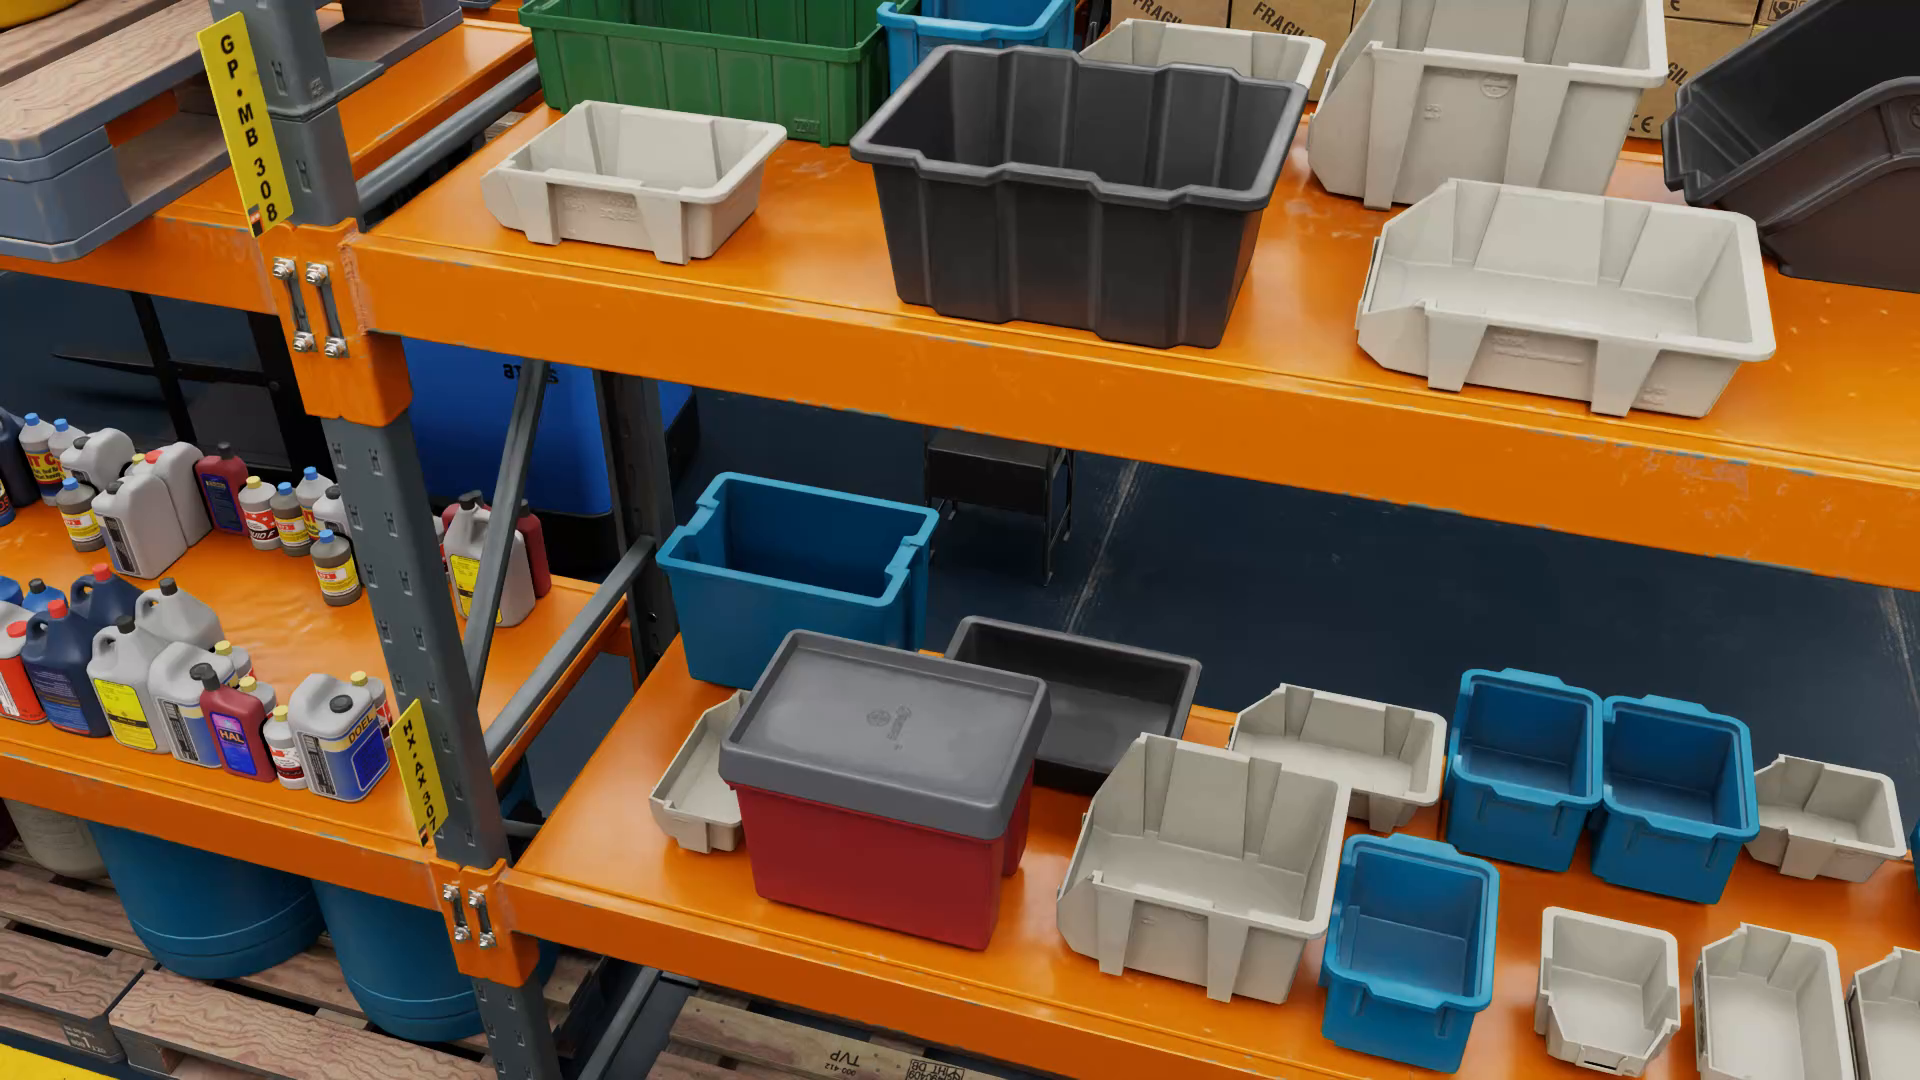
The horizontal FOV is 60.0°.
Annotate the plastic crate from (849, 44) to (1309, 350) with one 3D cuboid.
[{"bbox_3d":[0.183,-0.509,2.490,0.590,0.269,0.497,10,38,14],"label":"plastic crate"}]

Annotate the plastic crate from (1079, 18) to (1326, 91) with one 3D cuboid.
[{"bbox_3d":[0.407,-0.820,3.026,0.466,0.136,0.293,10,38,14],"label":"plastic crate"}]

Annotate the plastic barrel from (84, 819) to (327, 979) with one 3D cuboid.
[{"bbox_3d":[-2.111,0.717,4.661,0.708,0.901,0.600,10,38,14],"label":"plastic barrel"}]

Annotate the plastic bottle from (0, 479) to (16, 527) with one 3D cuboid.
[{"bbox_3d":[-2.685,-0.167,4.555,0.097,0.271,0.097,0,36,0],"label":"plastic bottle"}]

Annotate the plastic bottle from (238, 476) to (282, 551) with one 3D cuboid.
[{"bbox_3d":[-1.886,-0.080,4.496,0.097,0.201,0.097,0,36,0],"label":"plastic bottle"}]

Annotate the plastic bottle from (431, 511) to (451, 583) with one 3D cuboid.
[{"bbox_3d":[-1.386,0.012,4.371,0.097,0.201,0.097,0,36,0],"label":"plastic bottle"}]

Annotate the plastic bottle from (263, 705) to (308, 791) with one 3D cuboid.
[{"bbox_3d":[-1.512,0.460,3.762,0.097,0.201,0.097,0,36,0],"label":"plastic bottle"}]

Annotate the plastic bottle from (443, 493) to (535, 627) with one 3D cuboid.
[{"bbox_3d":[-1.199,0.039,4.208,0.185,0.351,0.144,10,38,14],"label":"plastic bottle"}]

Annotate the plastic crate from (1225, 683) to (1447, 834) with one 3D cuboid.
[{"bbox_3d":[0.831,0.492,3.723,0.466,0.136,0.293,10,38,14],"label":"plastic crate"}]

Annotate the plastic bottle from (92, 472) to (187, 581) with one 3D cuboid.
[{"bbox_3d":[-2.178,-0.053,4.396,0.135,0.276,0.152,10,38,14],"label":"plastic bottle"}]

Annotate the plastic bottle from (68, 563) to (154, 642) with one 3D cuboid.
[{"bbox_3d":[-2.029,0.200,3.989,0.185,0.351,0.144,10,38,14],"label":"plastic bottle"}]

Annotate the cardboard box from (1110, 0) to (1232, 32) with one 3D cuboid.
[{"bbox_3d":[0.965,-2.326,7.295,0.500,0.500,0.500,11,38,15],"label":"cardboard box"}]

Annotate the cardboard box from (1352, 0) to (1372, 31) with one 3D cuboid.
[{"bbox_3d":[1.932,-2.148,7.053,0.500,0.500,0.500,10,38,14],"label":"cardboard box"}]

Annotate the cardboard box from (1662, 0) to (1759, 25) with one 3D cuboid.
[{"bbox_3d":[2.892,-2.367,6.507,0.500,0.500,0.500,11,38,15],"label":"cardboard box"}]

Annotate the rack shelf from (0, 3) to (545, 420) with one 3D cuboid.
[{"bbox_3d":[-2.830,-1.000,3.654,4.000,0.370,1.077,10,38,14],"label":"rack shelf"}]

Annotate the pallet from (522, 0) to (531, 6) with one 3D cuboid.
[{"bbox_3d":[-1.400,-2.819,8.211,1.213,0.211,1.003,10,38,14],"label":"pallet"}]

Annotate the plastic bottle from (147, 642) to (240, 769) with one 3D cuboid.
[{"bbox_3d":[-1.742,0.371,3.821,0.135,0.276,0.152,10,38,14],"label":"plastic bottle"}]

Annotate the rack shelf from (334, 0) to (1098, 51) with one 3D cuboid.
[{"bbox_3d":[-1.349,-2.594,8.350,4.000,0.370,1.077,10,38,14],"label":"rack shelf"}]

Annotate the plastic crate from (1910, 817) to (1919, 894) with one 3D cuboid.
[{"bbox_3d":[2.132,0.676,3.392,0.300,0.233,0.416,10,38,14],"label":"plastic crate"}]

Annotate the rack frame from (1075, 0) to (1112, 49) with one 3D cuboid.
[{"bbox_3d":[0.560,-2.530,7.657,0.127,3.000,1.000,10,38,14],"label":"rack frame"}]

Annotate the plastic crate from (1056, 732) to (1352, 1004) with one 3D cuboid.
[{"bbox_3d":[0.482,0.670,3.359,0.530,0.282,0.437,10,38,14],"label":"plastic crate"}]

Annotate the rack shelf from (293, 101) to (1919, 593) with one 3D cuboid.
[{"bbox_3d":[0.988,-0.293,2.694,4.000,0.370,1.077,10,38,14],"label":"rack shelf"}]

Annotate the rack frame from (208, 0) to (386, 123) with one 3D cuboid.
[{"bbox_3d":[-0.921,-2.144,2.072,0.127,3.000,1.000,10,38,14],"label":"rack frame"}]

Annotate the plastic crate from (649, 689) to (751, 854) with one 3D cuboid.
[{"bbox_3d":[-0.519,0.517,3.689,0.243,0.136,0.396,10,38,14],"label":"plastic crate"}]

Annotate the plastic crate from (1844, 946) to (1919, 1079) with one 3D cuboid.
[{"bbox_3d":[1.793,0.960,3.087,0.243,0.136,0.396,10,38,14],"label":"plastic crate"}]

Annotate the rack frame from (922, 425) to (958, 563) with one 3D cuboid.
[{"bbox_3d":[-0.075,-0.860,6.146,0.015,2.100,0.400,10,38,14],"label":"rack frame"}]

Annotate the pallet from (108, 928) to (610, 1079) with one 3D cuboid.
[{"bbox_3d":[-1.645,1.235,4.894,1.213,0.211,1.003,10,38,14],"label":"pallet"}]

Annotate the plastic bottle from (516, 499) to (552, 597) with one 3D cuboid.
[{"bbox_3d":[-1.143,0.013,4.301,0.133,0.283,0.061,10,38,14],"label":"plastic bottle"}]

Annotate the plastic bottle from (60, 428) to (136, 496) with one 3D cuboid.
[{"bbox_3d":[-2.354,-0.180,4.569,0.135,0.276,0.152,10,38,14],"label":"plastic bottle"}]

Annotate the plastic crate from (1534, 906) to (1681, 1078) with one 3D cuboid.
[{"bbox_3d":[1.231,0.883,3.192,0.250,0.136,0.298,10,38,14],"label":"plastic crate"}]

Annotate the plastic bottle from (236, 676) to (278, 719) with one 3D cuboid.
[{"bbox_3d":[-1.621,0.402,3.841,0.097,0.201,0.097,0,36,0],"label":"plastic bottle"}]

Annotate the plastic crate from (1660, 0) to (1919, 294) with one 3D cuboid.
[{"bbox_3d":[1.521,-0.630,2.597,0.767,0.338,0.504,10,38,14],"label":"plastic crate"}]

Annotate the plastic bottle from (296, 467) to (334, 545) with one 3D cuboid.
[{"bbox_3d":[-1.701,-0.074,4.429,0.097,0.271,0.097,0,36,0],"label":"plastic bottle"}]

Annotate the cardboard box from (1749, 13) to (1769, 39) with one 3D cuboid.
[{"bbox_3d":[3.373,-1.878,6.687,0.500,0.500,0.500,11,38,14],"label":"cardboard box"}]

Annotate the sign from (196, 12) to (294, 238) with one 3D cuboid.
[{"bbox_3d":[-1.086,-0.629,2.536,0.005,0.325,0.100,10,38,14],"label":"sign"}]

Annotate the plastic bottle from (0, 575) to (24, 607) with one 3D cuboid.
[{"bbox_3d":[-2.332,0.186,4.076,0.097,0.271,0.097,0,36,0],"label":"plastic bottle"}]

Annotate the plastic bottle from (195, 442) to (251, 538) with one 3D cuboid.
[{"bbox_3d":[-1.991,-0.144,4.514,0.133,0.283,0.061,10,38,14],"label":"plastic bottle"}]

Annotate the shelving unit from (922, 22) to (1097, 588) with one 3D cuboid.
[{"bbox_3d":[0.158,-0.816,6.088,0.503,2.100,0.431,10,38,14],"label":"shelving unit"}]

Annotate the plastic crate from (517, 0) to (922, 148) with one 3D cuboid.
[{"bbox_3d":[-0.426,-0.947,3.154,0.662,0.188,0.450,10,38,14],"label":"plastic crate"}]

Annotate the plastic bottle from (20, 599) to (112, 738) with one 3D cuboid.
[{"bbox_3d":[-2.072,0.282,3.878,0.185,0.351,0.144,10,38,14],"label":"plastic bottle"}]

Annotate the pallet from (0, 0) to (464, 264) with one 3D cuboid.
[{"bbox_3d":[-1.698,-0.943,3.130,1.003,0.211,1.213,10,38,14],"label":"pallet"}]

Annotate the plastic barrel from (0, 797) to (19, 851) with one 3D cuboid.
[{"bbox_3d":[-3.189,0.644,5.025,0.708,0.588,0.600,10,38,14],"label":"plastic barrel"}]

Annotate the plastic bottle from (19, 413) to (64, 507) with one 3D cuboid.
[{"bbox_3d":[-2.549,-0.231,4.642,0.097,0.271,0.097,0,36,0],"label":"plastic bottle"}]

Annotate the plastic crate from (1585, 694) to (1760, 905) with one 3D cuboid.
[{"bbox_3d":[1.503,0.560,3.550,0.300,0.233,0.416,10,38,14],"label":"plastic crate"}]

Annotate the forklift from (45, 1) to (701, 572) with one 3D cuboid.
[{"bbox_3d":[-2.698,-1.498,6.313,3.031,2.935,1.130,7,37,10],"label":"forklift"}]
